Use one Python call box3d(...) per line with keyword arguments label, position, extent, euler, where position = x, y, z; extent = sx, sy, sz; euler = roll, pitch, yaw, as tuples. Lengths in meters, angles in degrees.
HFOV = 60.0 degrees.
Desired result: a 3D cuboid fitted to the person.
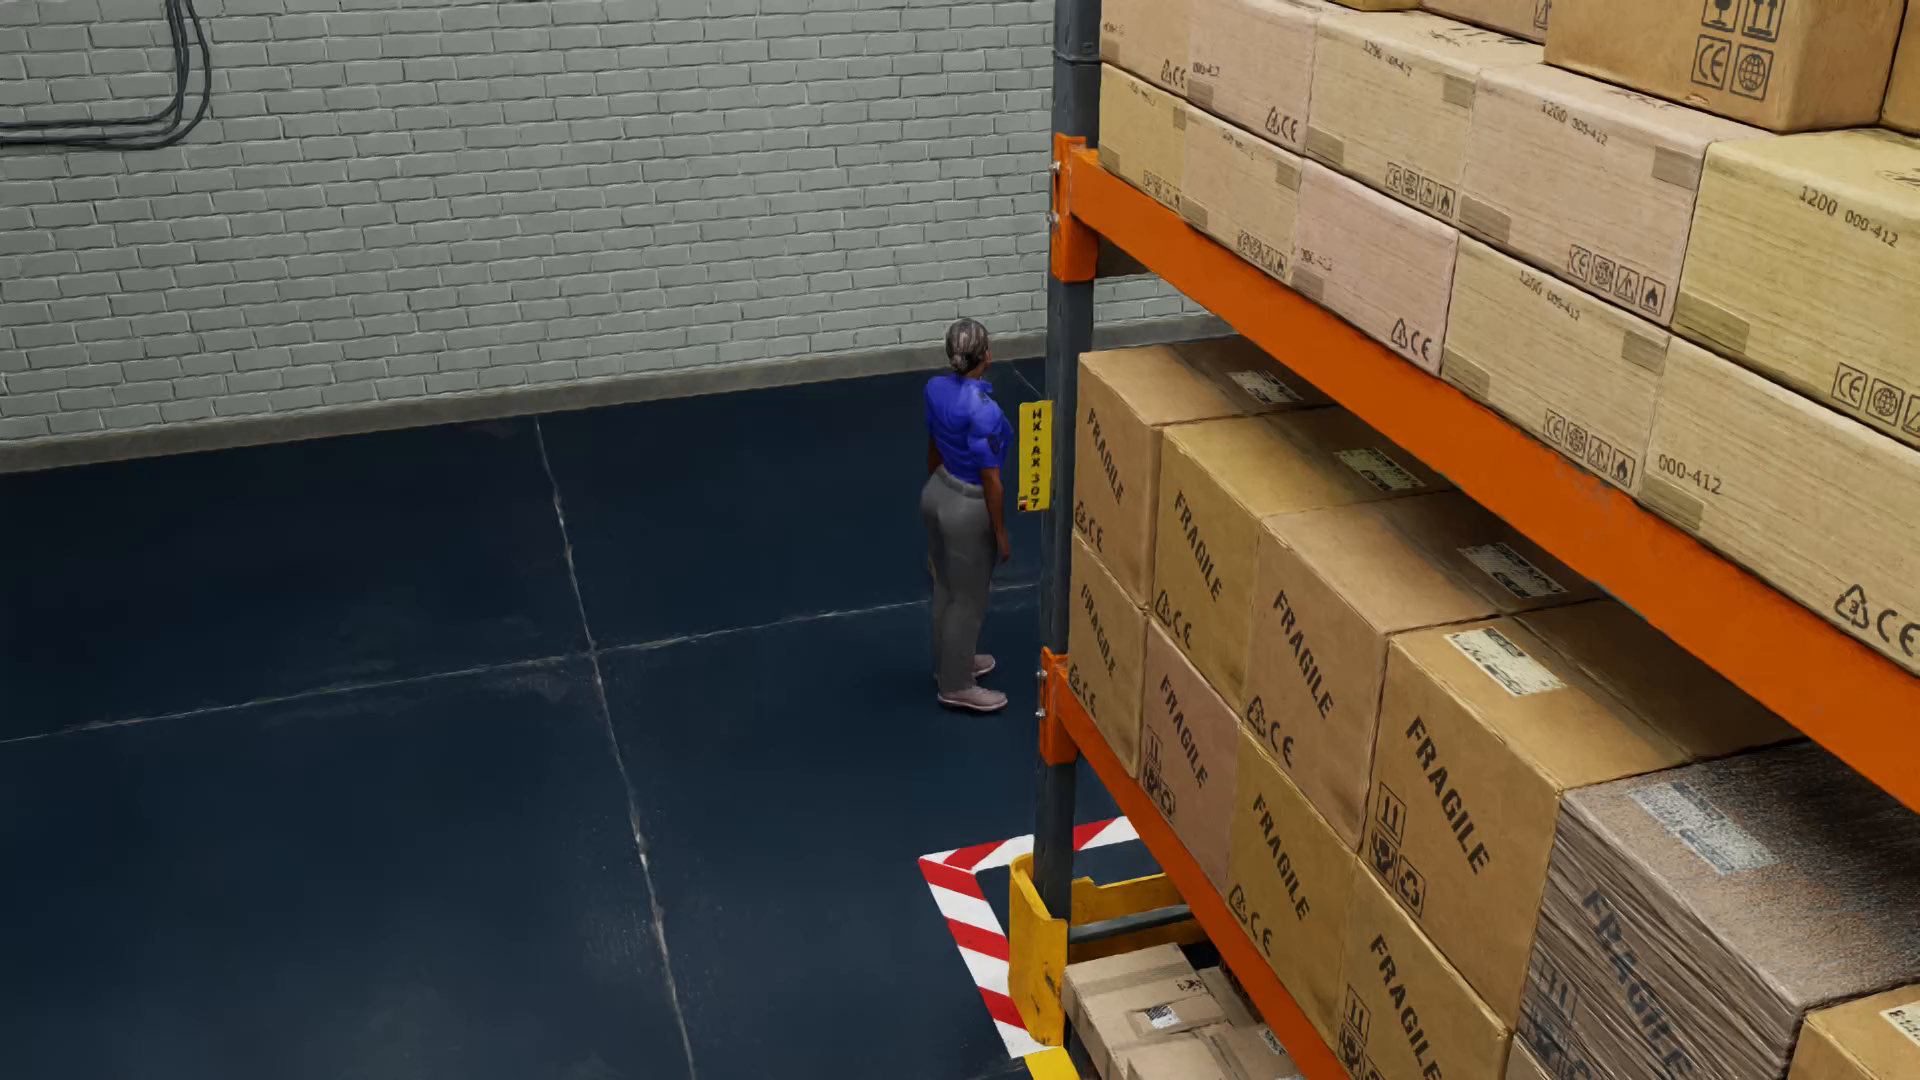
box3d(label="person", position=(0.037, -0.110, 6.792), extent=(0.371, 1.668, 0.490), euler=(-16, 30, -28))
